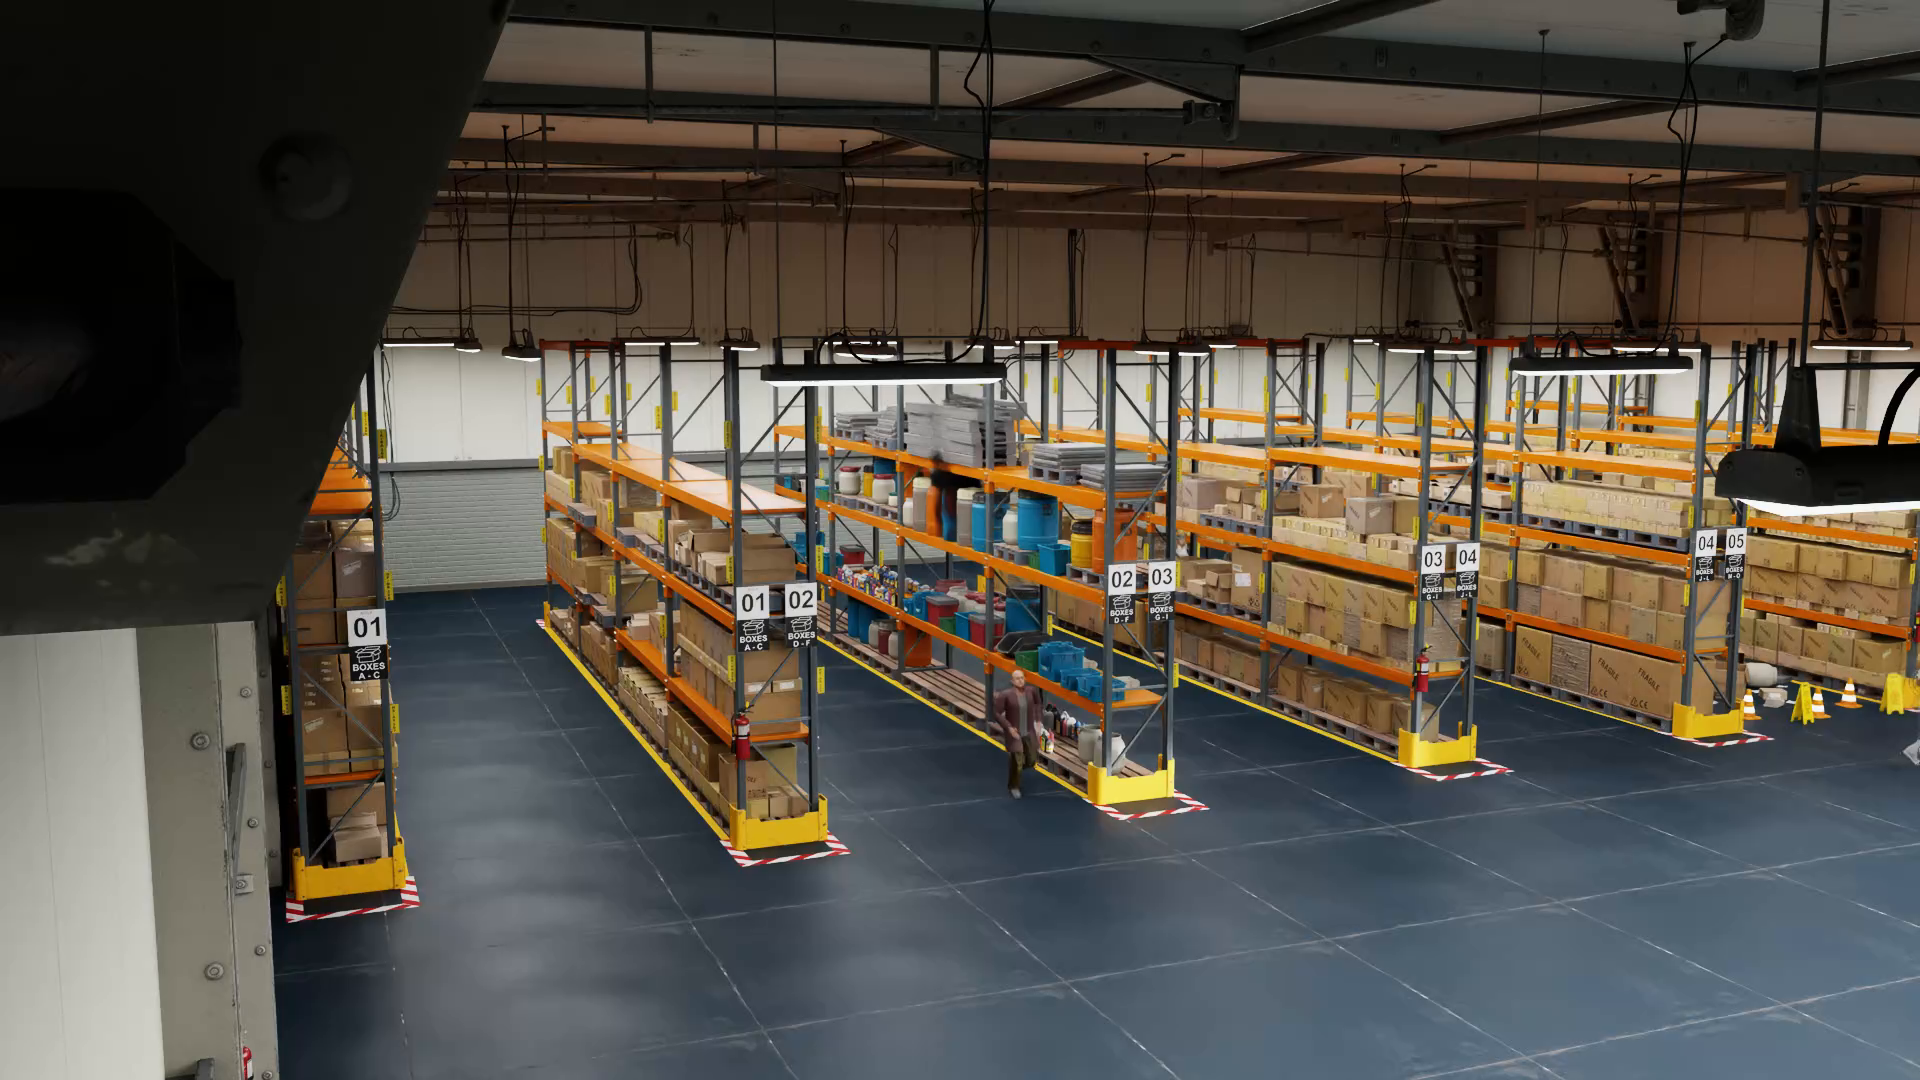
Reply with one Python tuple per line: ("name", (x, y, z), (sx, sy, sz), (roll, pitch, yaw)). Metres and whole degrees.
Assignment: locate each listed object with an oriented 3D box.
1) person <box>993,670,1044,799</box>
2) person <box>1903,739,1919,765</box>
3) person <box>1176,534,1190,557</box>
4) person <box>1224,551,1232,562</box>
("person", (0.790, 2.589, 22.302), (0.738, 1.743, 0.702), (-3, 8, -19))
("person", (13.904, 2.423, 23.529), (0.940, 1.704, 0.582), (2, 8, 16))
("person", (4.925, 0.659, 37.471), (0.636, 1.661, 0.864), (-3, 8, -25))
("person", (6.787, 0.137, 41.184), (0.638, 1.735, 0.736), (7, 10, 41))
